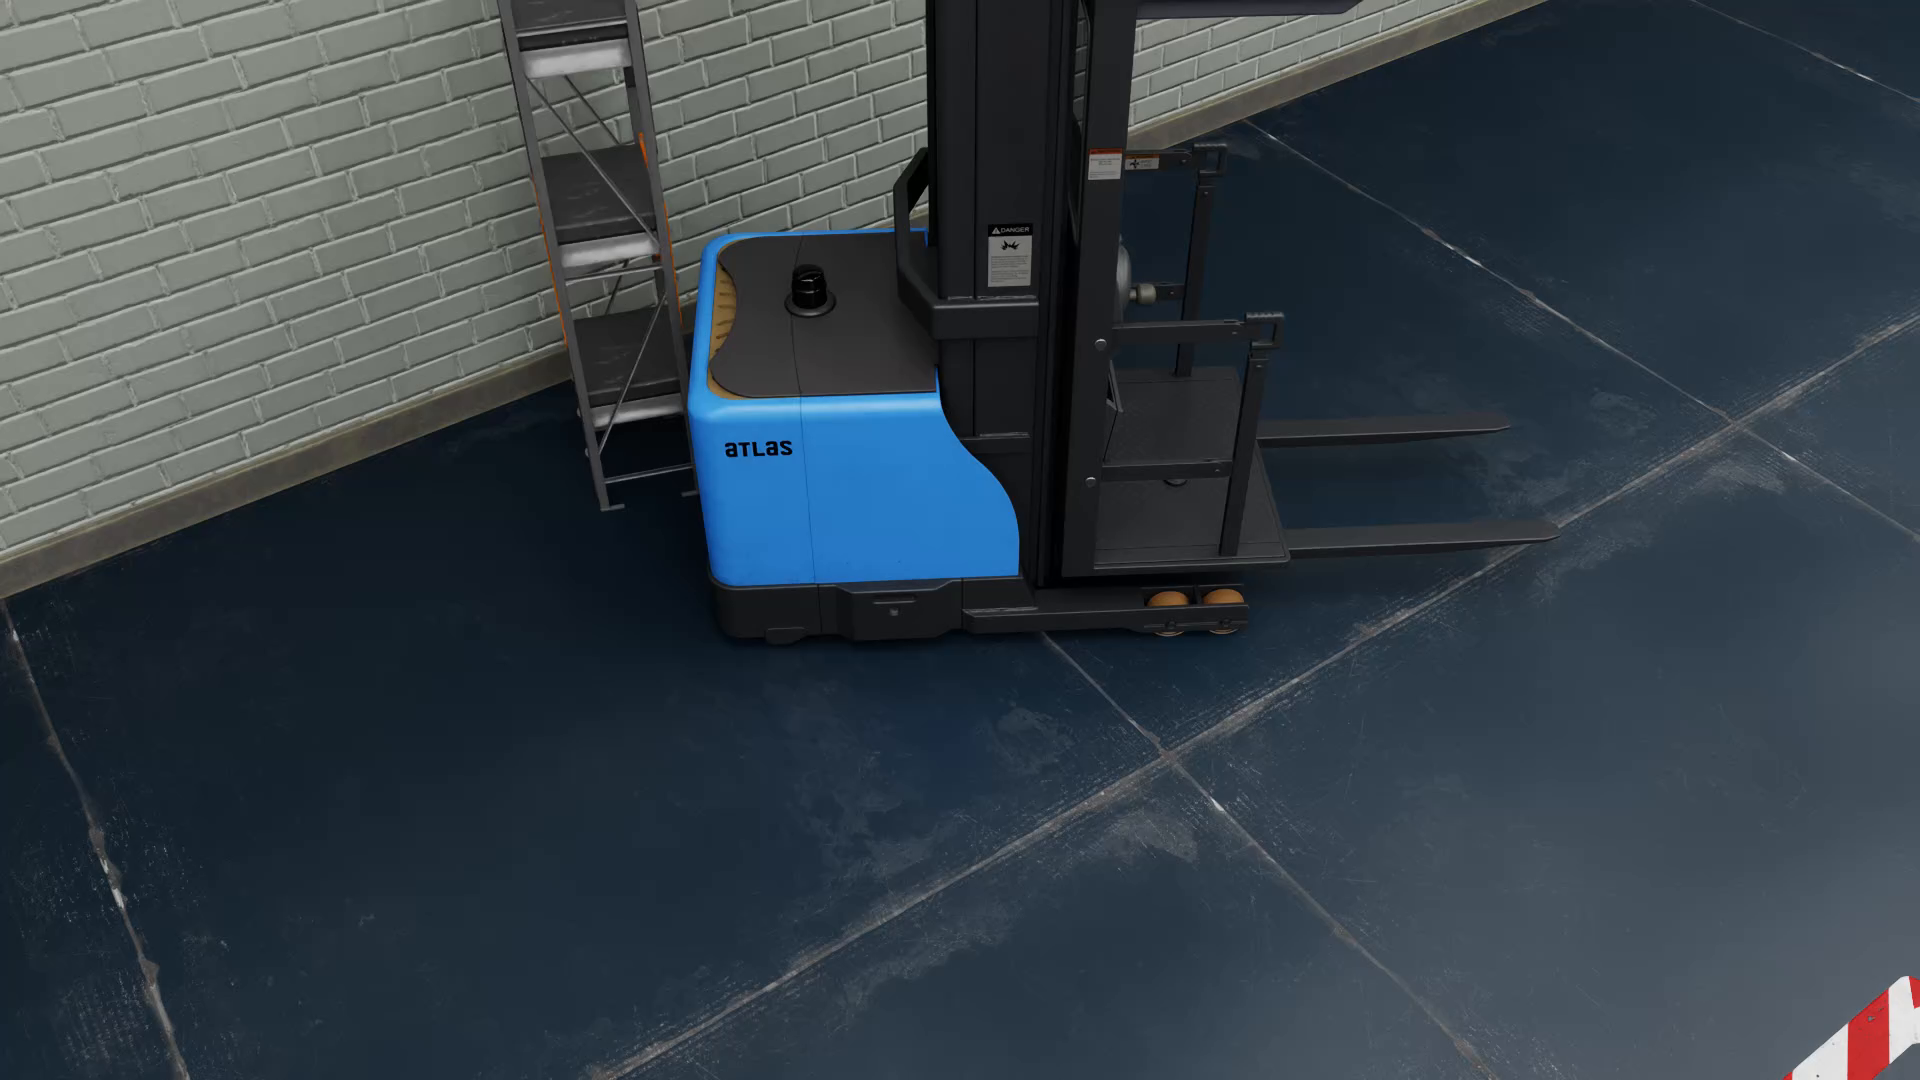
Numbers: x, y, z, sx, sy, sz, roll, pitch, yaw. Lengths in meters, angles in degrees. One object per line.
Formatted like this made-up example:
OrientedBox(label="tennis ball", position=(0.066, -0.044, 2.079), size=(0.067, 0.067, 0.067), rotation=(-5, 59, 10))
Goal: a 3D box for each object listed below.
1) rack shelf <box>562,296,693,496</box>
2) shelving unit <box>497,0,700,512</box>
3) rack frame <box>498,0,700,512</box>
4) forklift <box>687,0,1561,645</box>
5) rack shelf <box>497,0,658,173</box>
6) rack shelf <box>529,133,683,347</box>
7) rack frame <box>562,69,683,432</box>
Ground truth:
OrientedBox(label="rack shelf", position=(-1.249, -0.553, 6.343), size=(0.431, 0.518, 0.480), rotation=(-11, 45, -12))
OrientedBox(label="shelving unit", position=(-1.249, -1.070, 5.850), size=(0.431, 2.100, 0.503), rotation=(-11, 45, -12))
OrientedBox(label="rack frame", position=(-1.181, -0.908, 5.680), size=(0.400, 2.100, 0.015), rotation=(-11, 45, -12))
OrientedBox(label="forklift", position=(0.622, -1.085, 5.264), size=(3.031, 2.935, 1.130), rotation=(-2, 44, -2))
OrientedBox(label="rack shelf", position=(-1.249, -1.566, 5.376), size=(0.431, 0.518, 0.480), rotation=(-11, 45, -12))
OrientedBox(label="rack shelf", position=(-1.249, -1.060, 5.859), size=(0.431, 0.518, 0.480), rotation=(-11, 45, -12))
OrientedBox(label="rack frame", position=(-1.317, -1.231, 6.019), size=(0.400, 2.100, 0.015), rotation=(-11, 45, -12))
